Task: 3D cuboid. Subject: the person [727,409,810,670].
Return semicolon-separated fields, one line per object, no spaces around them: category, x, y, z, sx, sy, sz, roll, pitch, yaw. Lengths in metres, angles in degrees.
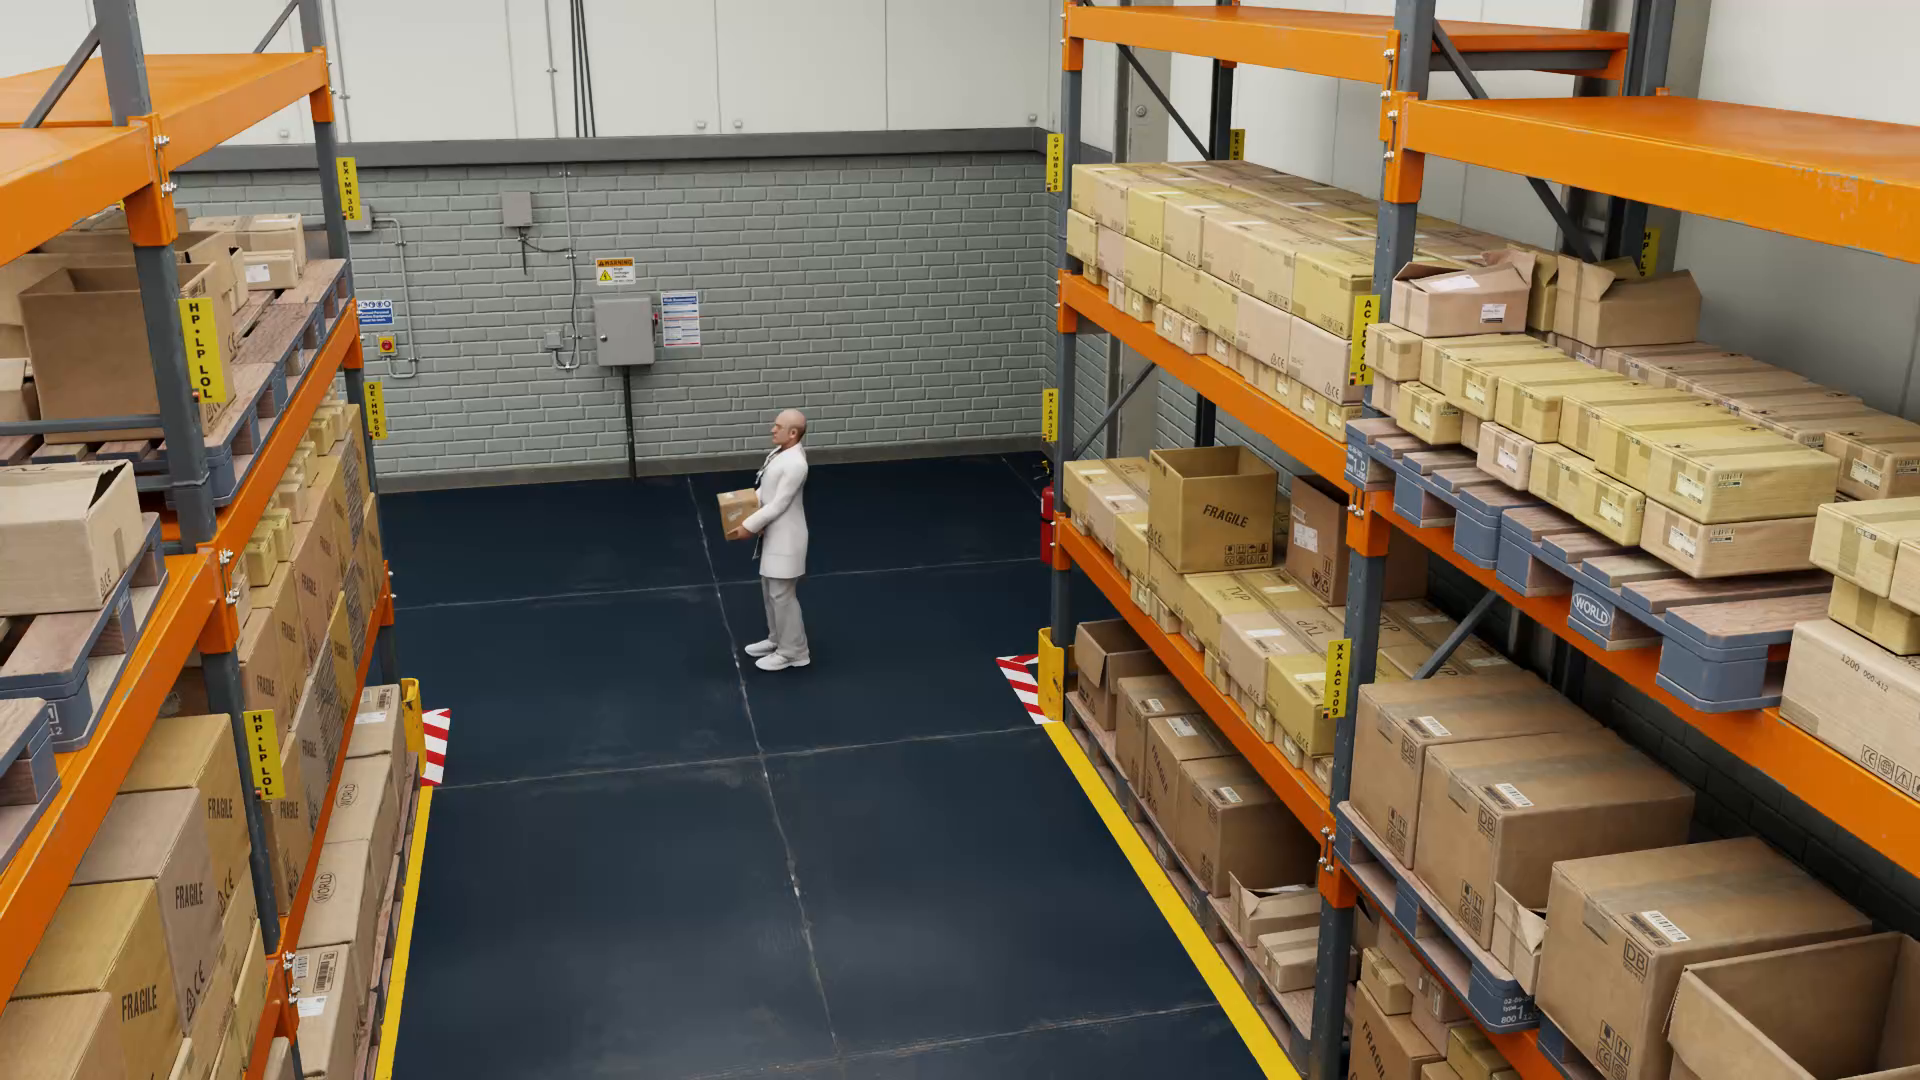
person;-1.280;-0.008;11.122;0.563;1.769;0.527;-4;20;-12
